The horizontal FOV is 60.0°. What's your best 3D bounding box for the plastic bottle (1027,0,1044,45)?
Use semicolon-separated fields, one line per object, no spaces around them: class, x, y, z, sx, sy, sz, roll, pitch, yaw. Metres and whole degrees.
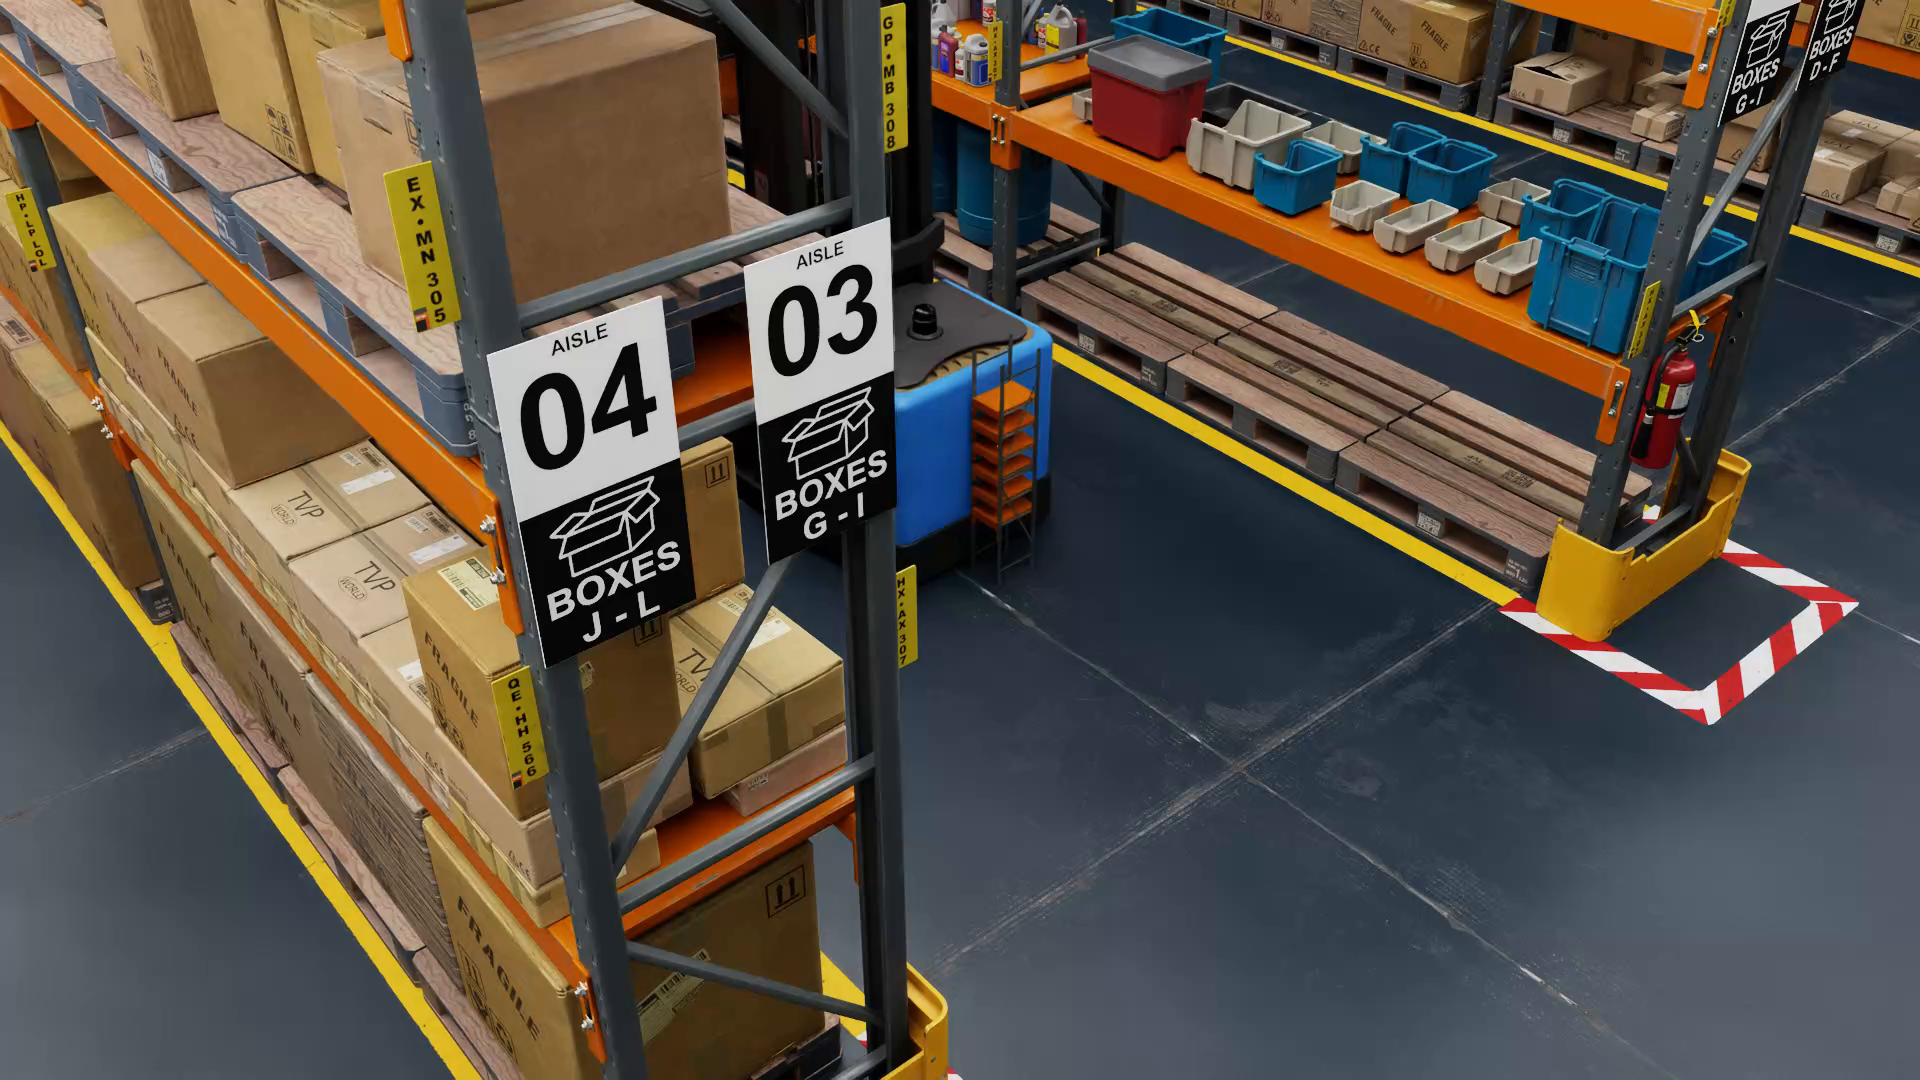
plastic bottle;0.469;-3.221;10.314;0.097;0.271;0.097;0;35;0

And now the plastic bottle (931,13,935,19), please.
plastic bottle;-0.226;-3.070;10.032;0.144;0.351;0.185;-26;43;-32

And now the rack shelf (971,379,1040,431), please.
rack shelf;0.206;-0.613;7.531;0.258;0.103;0.180;-27;43;-33

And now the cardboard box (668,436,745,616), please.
cardboard box;-1.012;-0.092;5.009;0.500;0.500;0.500;-27;43;-33

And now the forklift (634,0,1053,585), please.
forklift;-0.903;-1.739;8.169;1.130;2.935;3.031;-27;43;-33

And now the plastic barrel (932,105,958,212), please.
plastic barrel;-0.178;-2.680;10.892;0.600;0.901;0.708;-26;43;-32

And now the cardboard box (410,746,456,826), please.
cardboard box;-1.398;0.649;4.955;0.380;0.149;0.250;-26;43;-32

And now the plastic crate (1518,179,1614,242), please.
plastic crate;2.866;-1.519;7.892;0.416;0.233;0.300;-26;43;-32

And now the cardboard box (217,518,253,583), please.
cardboard box;-2.393;-0.030;5.914;0.380;0.149;0.250;-25;43;-31

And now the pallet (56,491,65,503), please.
pallet;-4.514;-0.672;9.017;1.003;0.211;1.213;-26;43;-32

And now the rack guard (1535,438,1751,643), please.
rack guard;3.224;-0.014;7.838;1.175;0.500;0.348;-26;43;-32

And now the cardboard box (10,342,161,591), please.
cardboard box;-3.595;-0.538;7.890;1.225;0.875;0.875;-26;43;-32

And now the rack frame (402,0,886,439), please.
rack frame;-0.585;-1.641;2.781;1.000;3.000;0.127;-26;43;-32

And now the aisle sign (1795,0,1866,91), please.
aisle sign;3.472;-2.180;6.484;0.394;0.787;0.004;-26;43;-32

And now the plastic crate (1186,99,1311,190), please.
plastic crate;1.462;-2.040;8.585;0.437;0.282;0.530;-26;43;-32

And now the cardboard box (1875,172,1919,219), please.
cardboard box;6.253;-2.270;10.931;0.380;0.166;0.250;-26;43;-32

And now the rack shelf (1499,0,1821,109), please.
rack shelf;1.908;-2.854;7.711;1.077;0.370;4.000;-26;43;-32

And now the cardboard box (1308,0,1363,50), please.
cardboard box;3.230;-4.365;13.601;0.500;0.500;0.500;-25;43;-31

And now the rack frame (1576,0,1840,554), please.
rack frame;3.198;-1.040;7.123;1.000;3.000;0.127;-26;43;-32

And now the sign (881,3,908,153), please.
sign;-0.158;-1.010;3.661;0.100;0.325;0.005;-26;43;-32

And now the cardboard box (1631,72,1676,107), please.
cardboard box;5.275;-3.379;12.512;0.380;0.149;0.250;-26;43;-32

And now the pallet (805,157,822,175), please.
pallet;-0.641;-2.563;11.687;1.003;0.211;1.213;-26;43;-32

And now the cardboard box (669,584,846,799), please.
cardboard box;-0.689;0.434;4.914;0.500;0.250;0.500;-27;43;-33

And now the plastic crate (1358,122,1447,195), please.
plastic crate;2.247;-1.942;8.490;0.416;0.233;0.300;-26;43;-32

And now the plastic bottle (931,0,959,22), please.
plastic bottle;-0.104;-3.454;10.639;0.152;0.276;0.135;-26;43;-32

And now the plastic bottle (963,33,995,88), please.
plastic bottle;0.116;-2.809;9.728;0.152;0.276;0.135;-26;43;-32

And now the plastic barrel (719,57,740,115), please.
plastic barrel;-1.636;-3.648;12.320;0.600;0.830;0.708;-26;43;-32

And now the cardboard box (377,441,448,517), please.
cardboard box;-1.692;-0.244;5.872;0.500;0.250;0.500;-27;43;-33

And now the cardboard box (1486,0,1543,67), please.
cardboard box;4.277;-4.116;13.248;0.500;0.500;0.500;-28;44;-34

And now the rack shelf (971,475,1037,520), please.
rack shelf;0.206;-0.221;7.809;0.258;0.103;0.180;-27;43;-33

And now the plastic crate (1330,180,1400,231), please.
plastic crate;1.954;-1.621;8.119;0.298;0.136;0.250;-26;43;-32

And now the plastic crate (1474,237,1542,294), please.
plastic crate;2.534;-1.250;7.595;0.396;0.136;0.243;-26;43;-32

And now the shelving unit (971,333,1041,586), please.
shelving unit;0.206;-0.355;7.714;0.258;1.200;0.189;-27;43;-33

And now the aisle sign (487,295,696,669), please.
aisle sign;-0.768;-0.110;3.561;0.394;0.787;0.004;-26;43;-32

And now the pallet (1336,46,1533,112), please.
pallet;3.849;-3.859;13.516;1.003;0.211;1.213;-26;43;-32

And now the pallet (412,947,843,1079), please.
pallet;-1.161;1.621;5.778;1.003;0.211;1.213;-26;43;-32

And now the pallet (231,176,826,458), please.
pallet;-1.072;-0.704;4.131;1.003;0.211;1.213;-26;43;-32

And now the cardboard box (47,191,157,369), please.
cardboard box;-3.053;-1.018;6.316;0.500;0.500;0.500;-26;43;-32

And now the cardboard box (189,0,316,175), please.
cardboard box;-1.604;-1.383;4.476;0.700;0.500;0.500;-29;45;-35

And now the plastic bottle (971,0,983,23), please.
plastic bottle;0.133;-3.472;10.658;0.061;0.283;0.133;-26;43;-32

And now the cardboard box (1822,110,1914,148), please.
cardboard box;6.205;-2.731;11.509;0.500;0.250;0.500;-26;43;-32

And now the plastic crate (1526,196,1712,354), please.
plastic crate;2.839;-1.157;7.206;0.616;0.435;0.499;-26;43;-32

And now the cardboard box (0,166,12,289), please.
cardboard box;-4.334;-1.553;7.762;0.500;0.500;0.500;-27;43;-32

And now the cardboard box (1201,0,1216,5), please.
cardboard box;2.240;-5.041;14.555;0.500;0.500;0.500;-28;44;-33

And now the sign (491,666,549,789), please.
sign;-1.009;0.434;3.835;0.100;0.325;0.005;-26;43;-32

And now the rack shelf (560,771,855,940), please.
rack shelf;-1.876;0.138;5.913;0.919;0.124;3.809;-26;43;-32

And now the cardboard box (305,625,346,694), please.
cardboard box;-1.895;0.311;5.434;0.380;0.149;0.250;-26;43;-32

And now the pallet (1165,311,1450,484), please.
pallet;1.913;-0.819;9.224;1.003;0.211;1.213;-26;43;-32

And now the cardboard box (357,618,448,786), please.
cardboard box;-1.428;0.408;4.951;0.500;0.250;0.500;-27;43;-33

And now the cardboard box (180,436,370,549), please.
cardboard box;-2.408;-0.266;5.903;0.500;0.250;0.500;-25;42;-31

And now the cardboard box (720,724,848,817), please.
cardboard box;-0.562;0.630;4.983;0.380;0.149;0.250;-25;43;-31

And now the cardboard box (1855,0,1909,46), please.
cardboard box;5.832;-3.473;10.472;0.500;0.500;0.500;-26;43;-31

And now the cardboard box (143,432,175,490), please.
cardboard box;-2.890;-0.370;6.394;0.380;0.149;0.250;-25;42;-30

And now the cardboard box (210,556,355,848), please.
cardboard box;-2.221;0.455;6.487;0.875;0.875;0.875;-26;43;-32
